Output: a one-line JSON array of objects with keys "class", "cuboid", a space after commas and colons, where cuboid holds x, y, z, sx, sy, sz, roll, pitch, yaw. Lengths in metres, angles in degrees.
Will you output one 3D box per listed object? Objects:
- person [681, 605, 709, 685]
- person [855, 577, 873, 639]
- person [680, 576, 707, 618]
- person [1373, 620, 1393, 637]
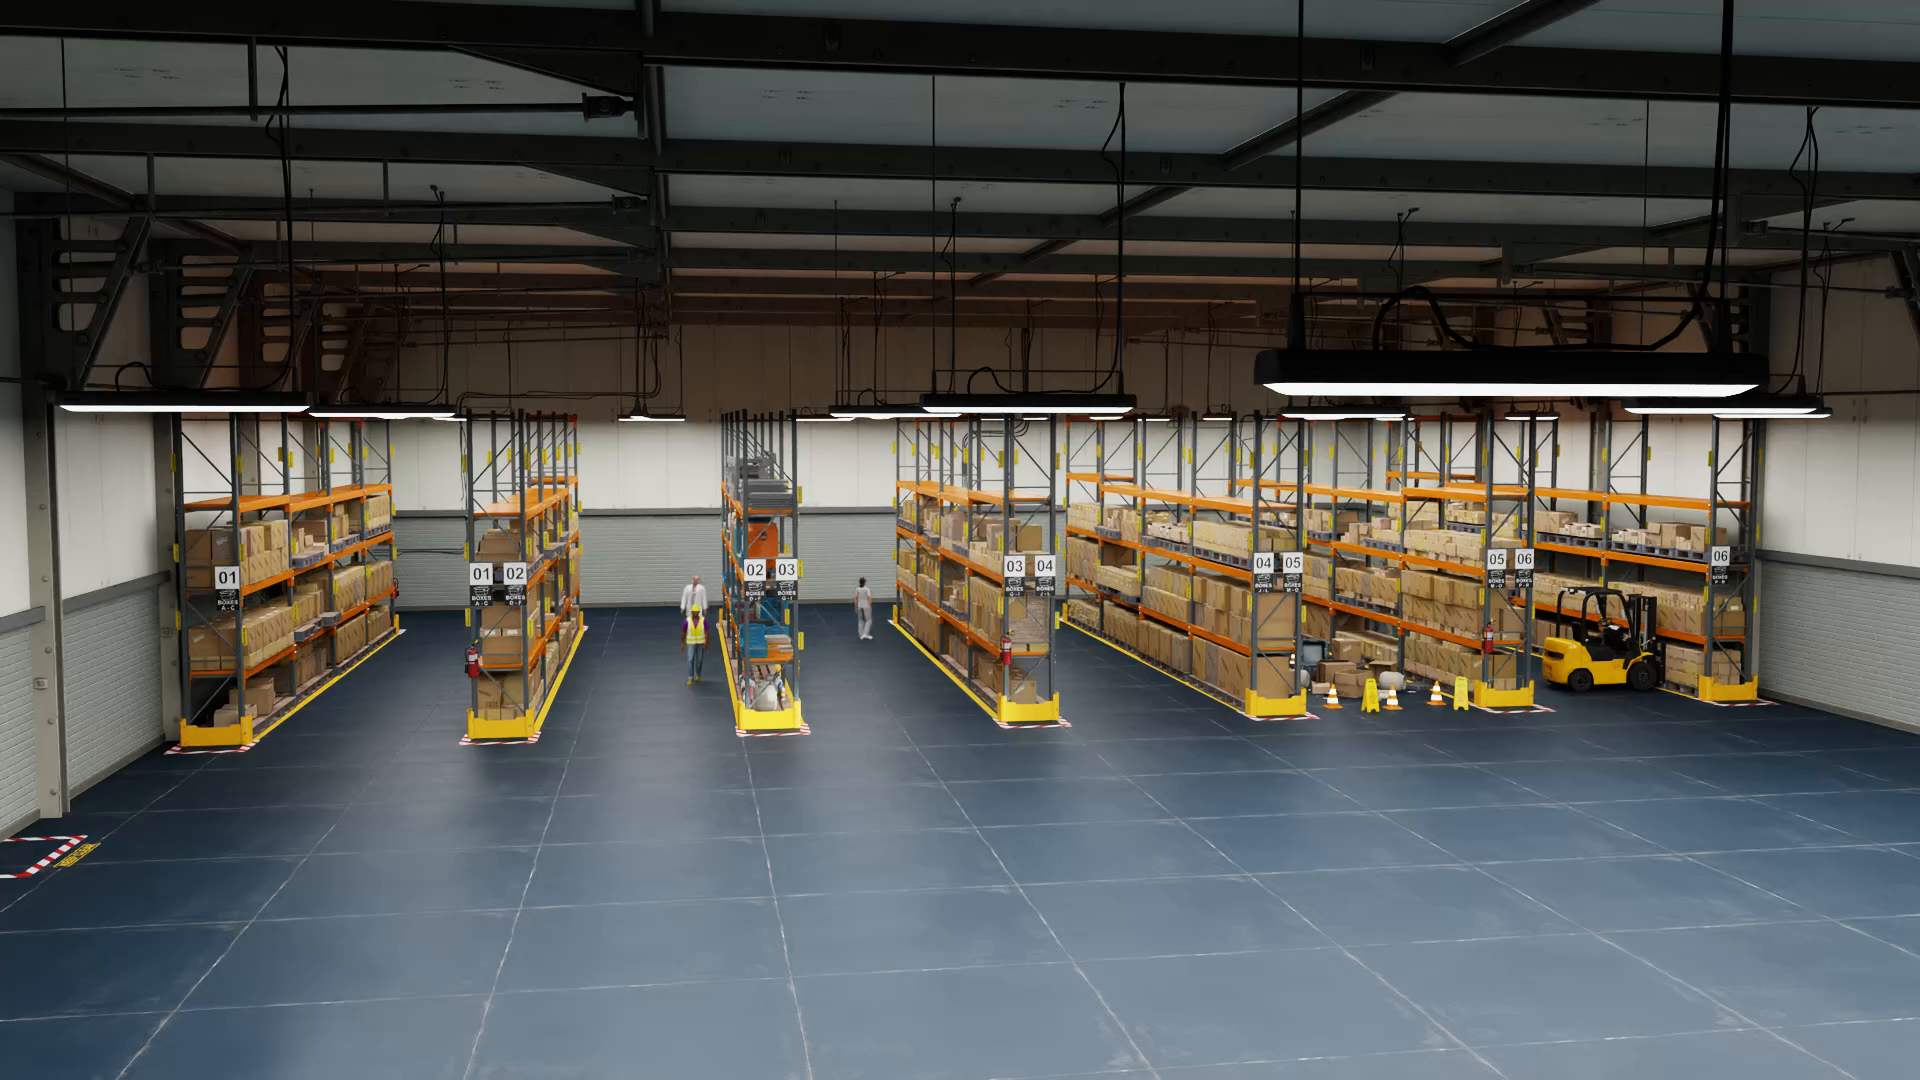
[{"class": "person", "cuboid": [-5.820, 2.285, 36.589, 0.610, 1.722, 0.925, -1, 4, -16]}, {"class": "person", "cuboid": [-2.572, 1.817, 44.139, 0.490, 1.668, 0.506, 1, 4, 18]}, {"class": "person", "cuboid": [-6.950, 1.836, 43.305, 0.603, 1.817, 0.803, 1, 4, 17]}, {"class": "person", "cuboid": [11.027, 1.848, 43.262, 0.647, 1.656, 1.077, 0, 4, -6]}]
